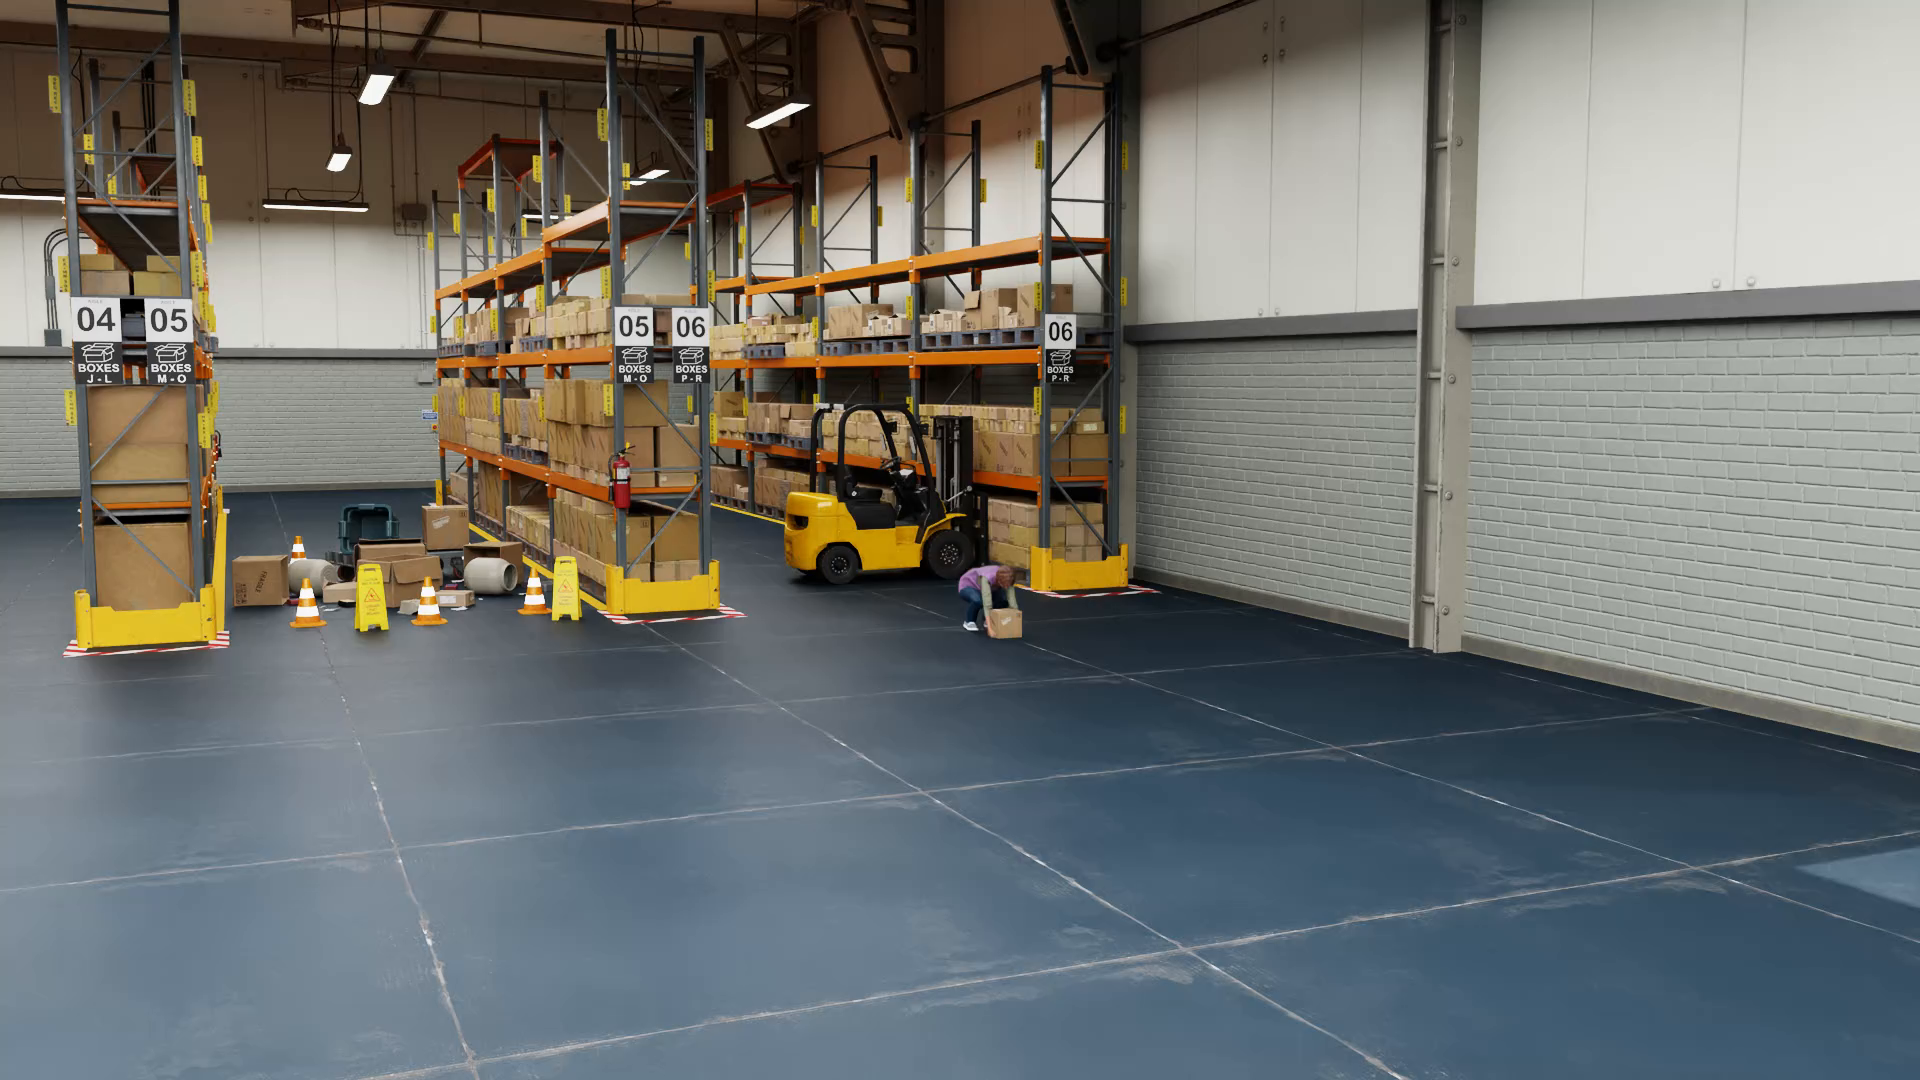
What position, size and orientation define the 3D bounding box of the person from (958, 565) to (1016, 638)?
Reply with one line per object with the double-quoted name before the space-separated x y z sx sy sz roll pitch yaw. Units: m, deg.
"person" 0.282 0.580 16.235 0.428 0.729 0.848 -3 6 -25
